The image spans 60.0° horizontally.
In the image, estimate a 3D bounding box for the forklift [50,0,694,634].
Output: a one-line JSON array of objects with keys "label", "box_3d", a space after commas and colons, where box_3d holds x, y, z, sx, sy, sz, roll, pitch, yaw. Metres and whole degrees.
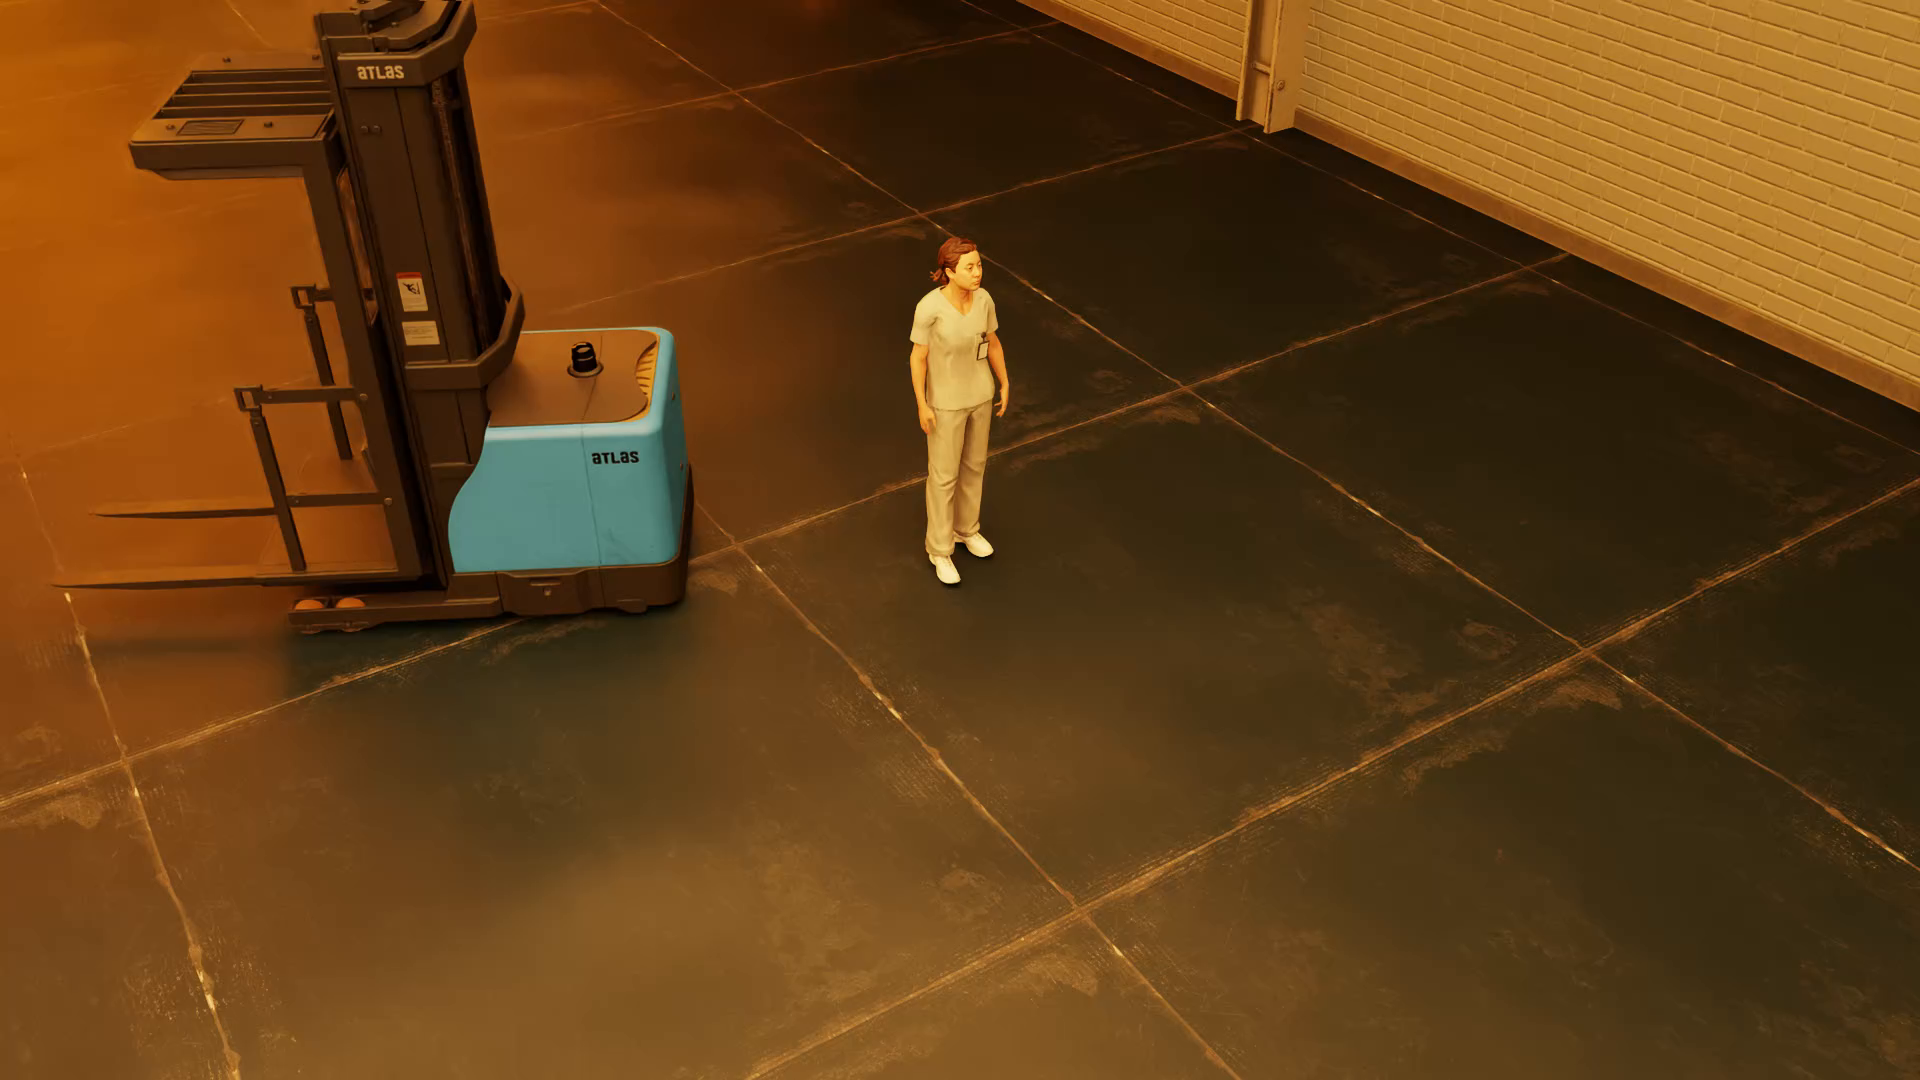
[{"label": "forklift", "box_3d": [-2.900, -1.062, 7.658, 3.031, 2.935, 1.130, -3, 35, -4]}]

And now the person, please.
[{"label": "person", "box_3d": [0.028, -0.652, 8.154, 0.549, 1.675, 0.549, -21, 40, -27]}]
